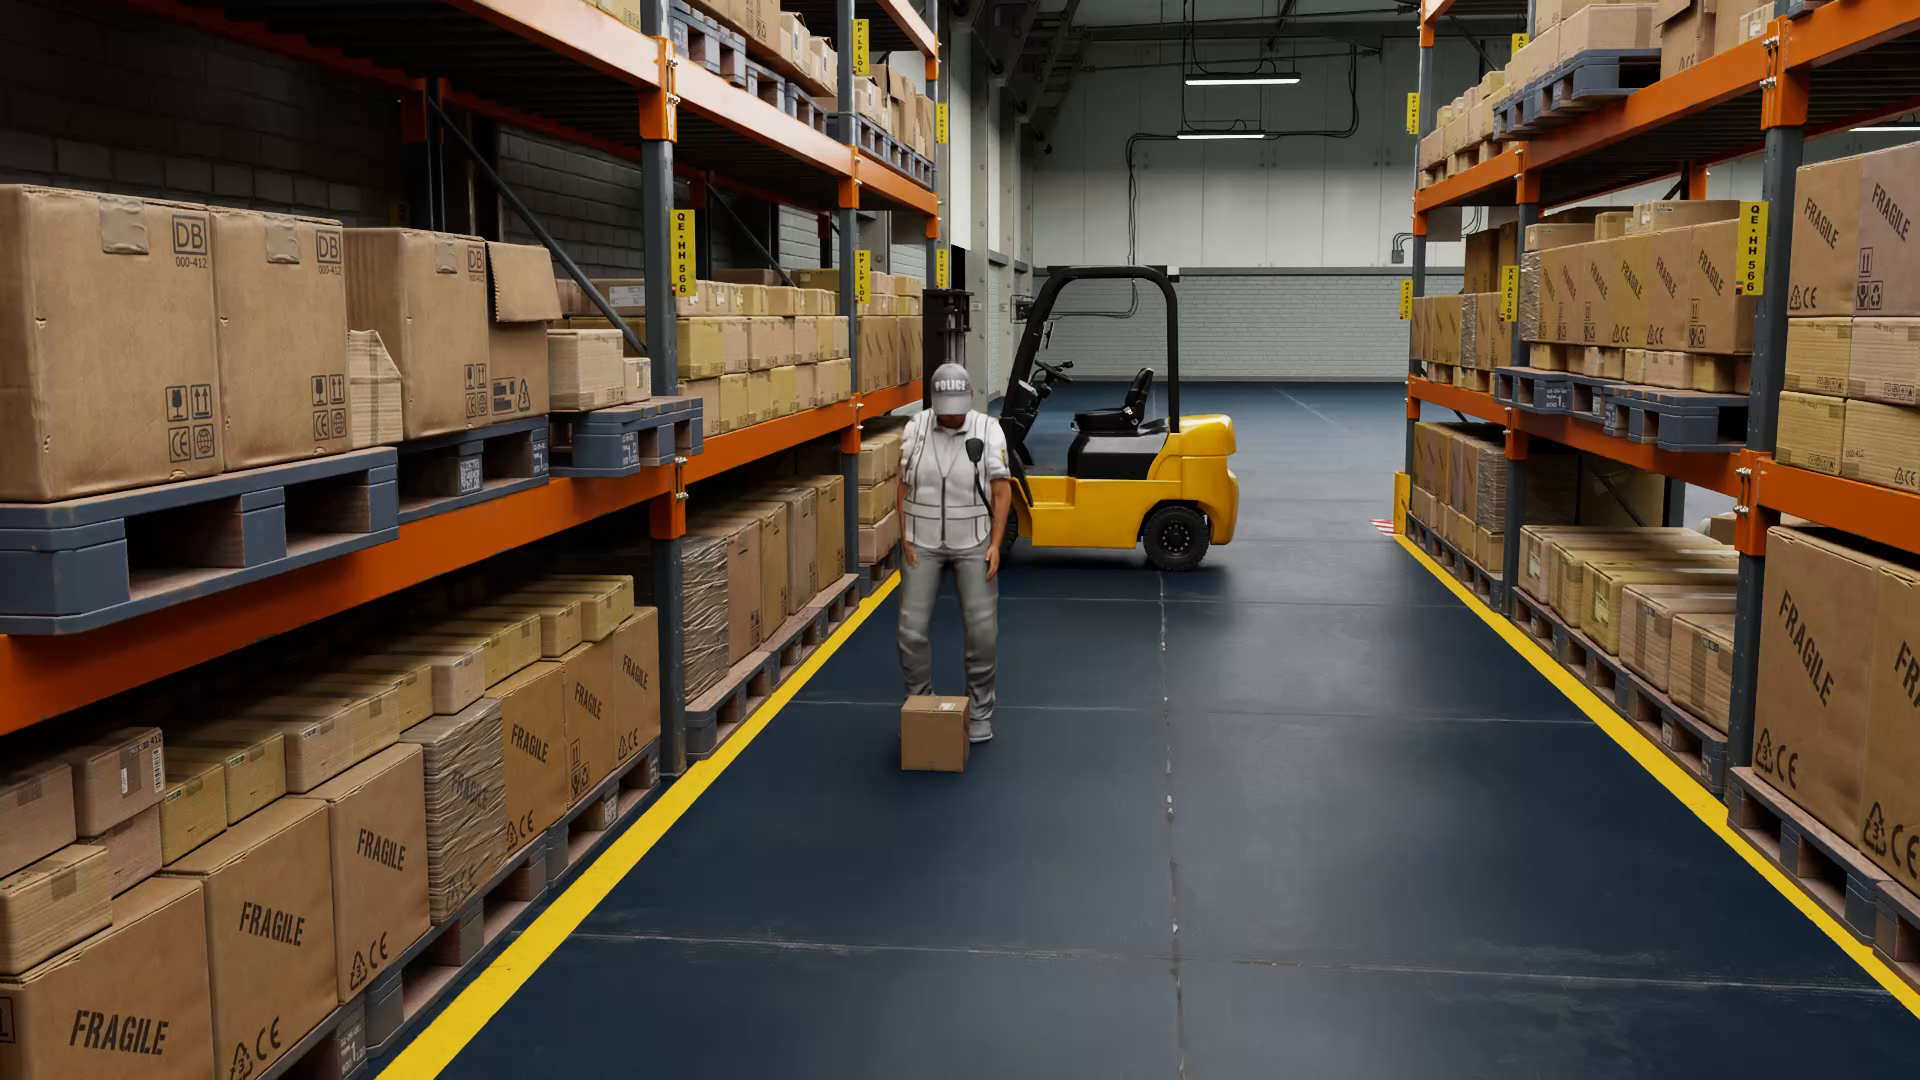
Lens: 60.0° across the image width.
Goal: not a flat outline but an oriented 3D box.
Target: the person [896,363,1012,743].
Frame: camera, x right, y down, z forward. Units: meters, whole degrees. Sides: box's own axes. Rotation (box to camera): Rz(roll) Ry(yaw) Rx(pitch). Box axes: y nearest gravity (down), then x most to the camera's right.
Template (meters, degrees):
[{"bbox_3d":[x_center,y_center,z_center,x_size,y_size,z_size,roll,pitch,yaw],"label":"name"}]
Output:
[{"bbox_3d":[-0.027,0.053,7.117,0.496,1.619,0.479,1,8,8],"label":"person"}]
